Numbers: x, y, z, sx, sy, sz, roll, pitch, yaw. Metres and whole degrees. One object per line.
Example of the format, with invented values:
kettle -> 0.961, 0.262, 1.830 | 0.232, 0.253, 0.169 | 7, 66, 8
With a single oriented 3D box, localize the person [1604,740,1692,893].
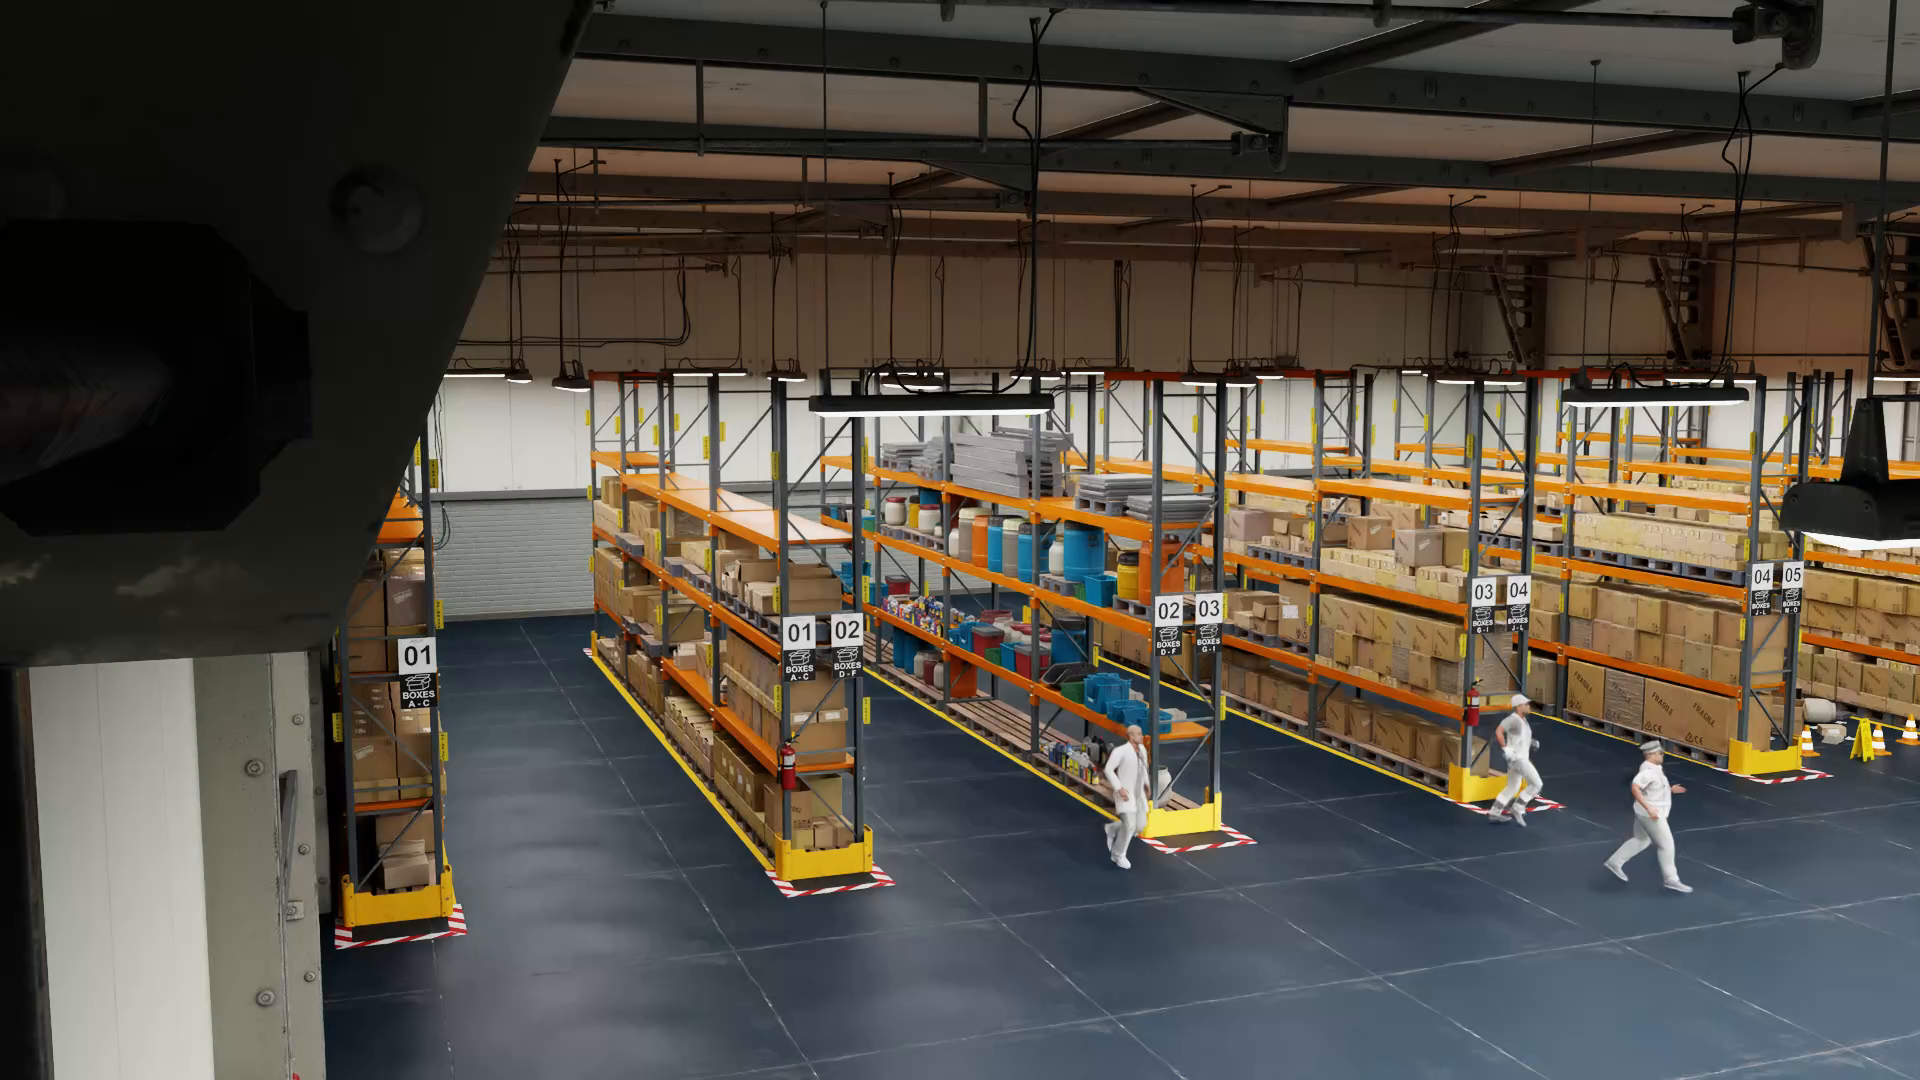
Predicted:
person -> 8.166, 3.236, 19.650 | 0.966, 1.773, 0.666 | 2, 7, 14

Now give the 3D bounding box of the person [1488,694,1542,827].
person -> 7.510, 2.959, 22.414 | 0.676, 1.752, 0.695 | 2, 7, 21

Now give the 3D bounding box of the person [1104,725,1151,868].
person -> 2.119, 3.176, 20.817 | 0.762, 1.727, 0.548 | -6, 8, -41
